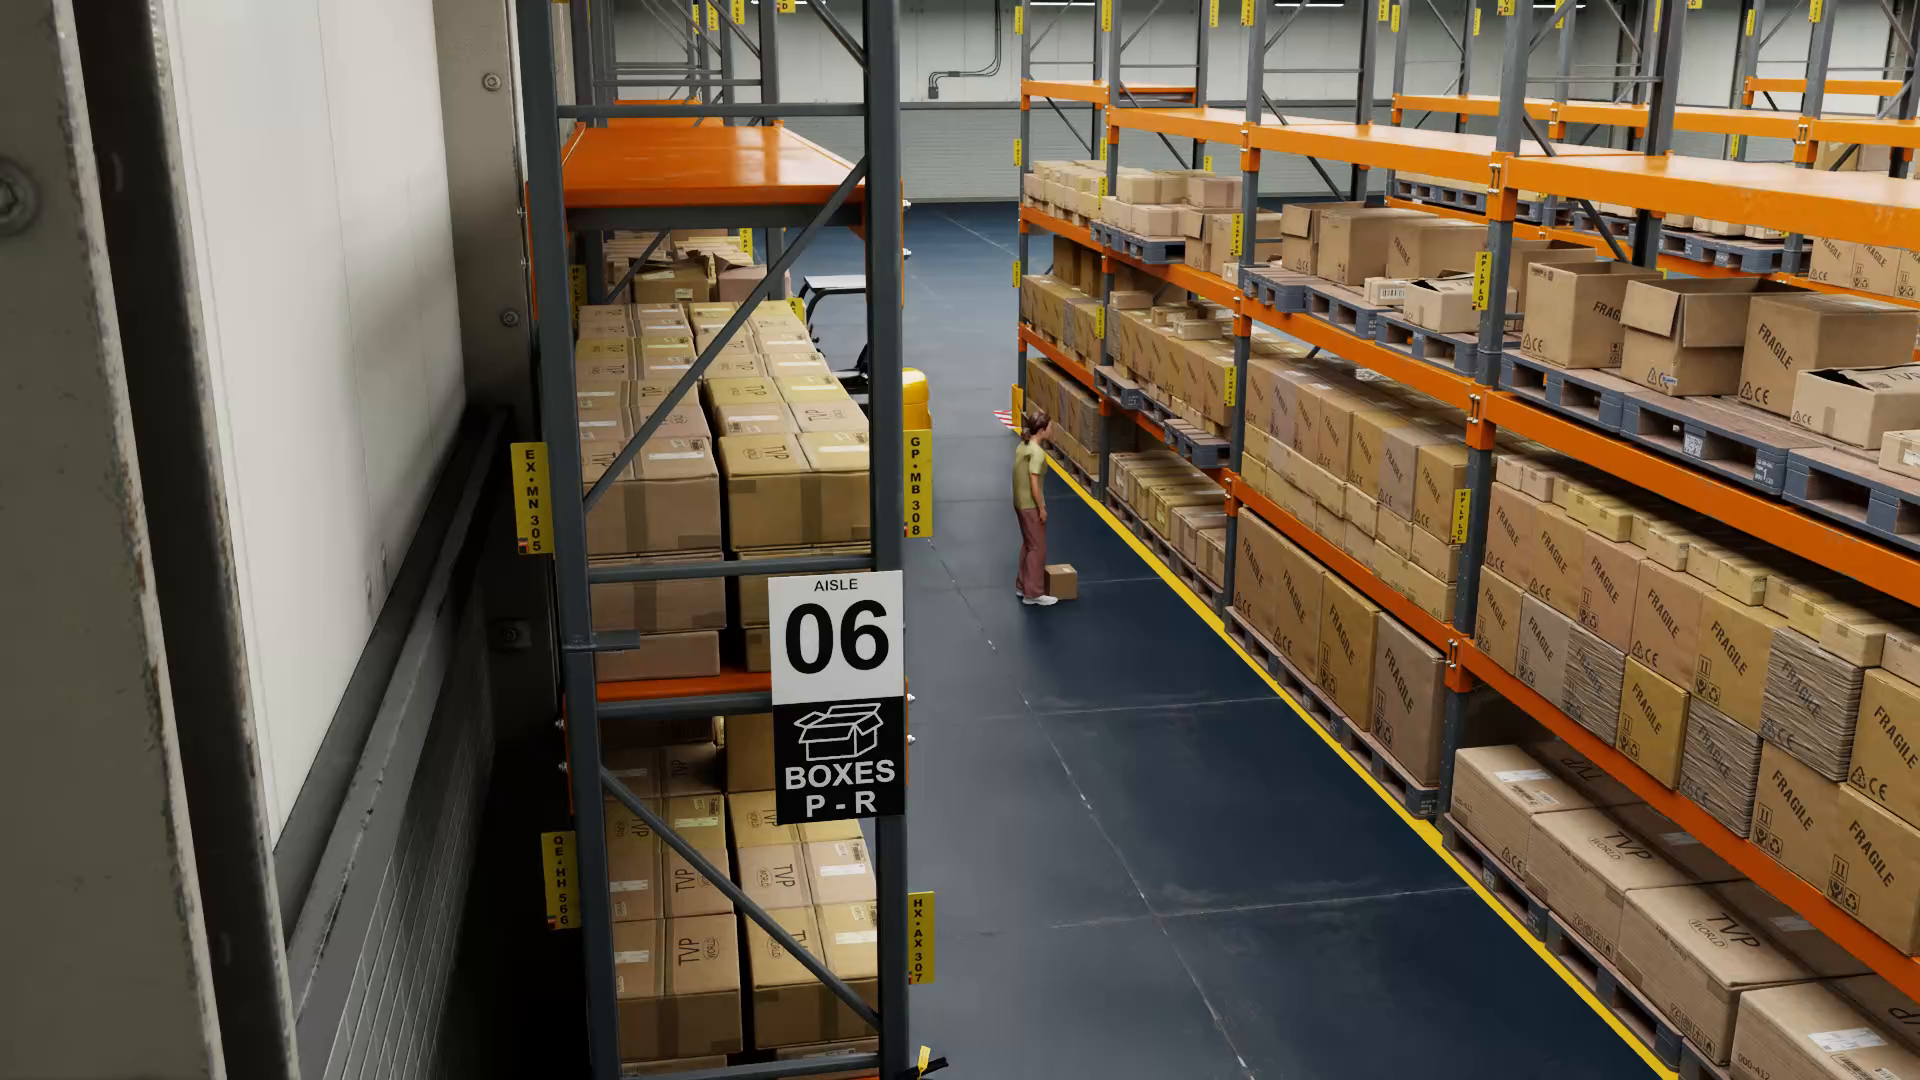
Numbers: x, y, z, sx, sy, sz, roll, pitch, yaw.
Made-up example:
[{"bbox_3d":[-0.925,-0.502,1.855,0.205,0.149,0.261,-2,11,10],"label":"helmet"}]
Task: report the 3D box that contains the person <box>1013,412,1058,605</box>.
[{"bbox_3d":[0.648,-0.292,14.528,0.352,1.673,0.516,-4,17,-13],"label":"person"}]
